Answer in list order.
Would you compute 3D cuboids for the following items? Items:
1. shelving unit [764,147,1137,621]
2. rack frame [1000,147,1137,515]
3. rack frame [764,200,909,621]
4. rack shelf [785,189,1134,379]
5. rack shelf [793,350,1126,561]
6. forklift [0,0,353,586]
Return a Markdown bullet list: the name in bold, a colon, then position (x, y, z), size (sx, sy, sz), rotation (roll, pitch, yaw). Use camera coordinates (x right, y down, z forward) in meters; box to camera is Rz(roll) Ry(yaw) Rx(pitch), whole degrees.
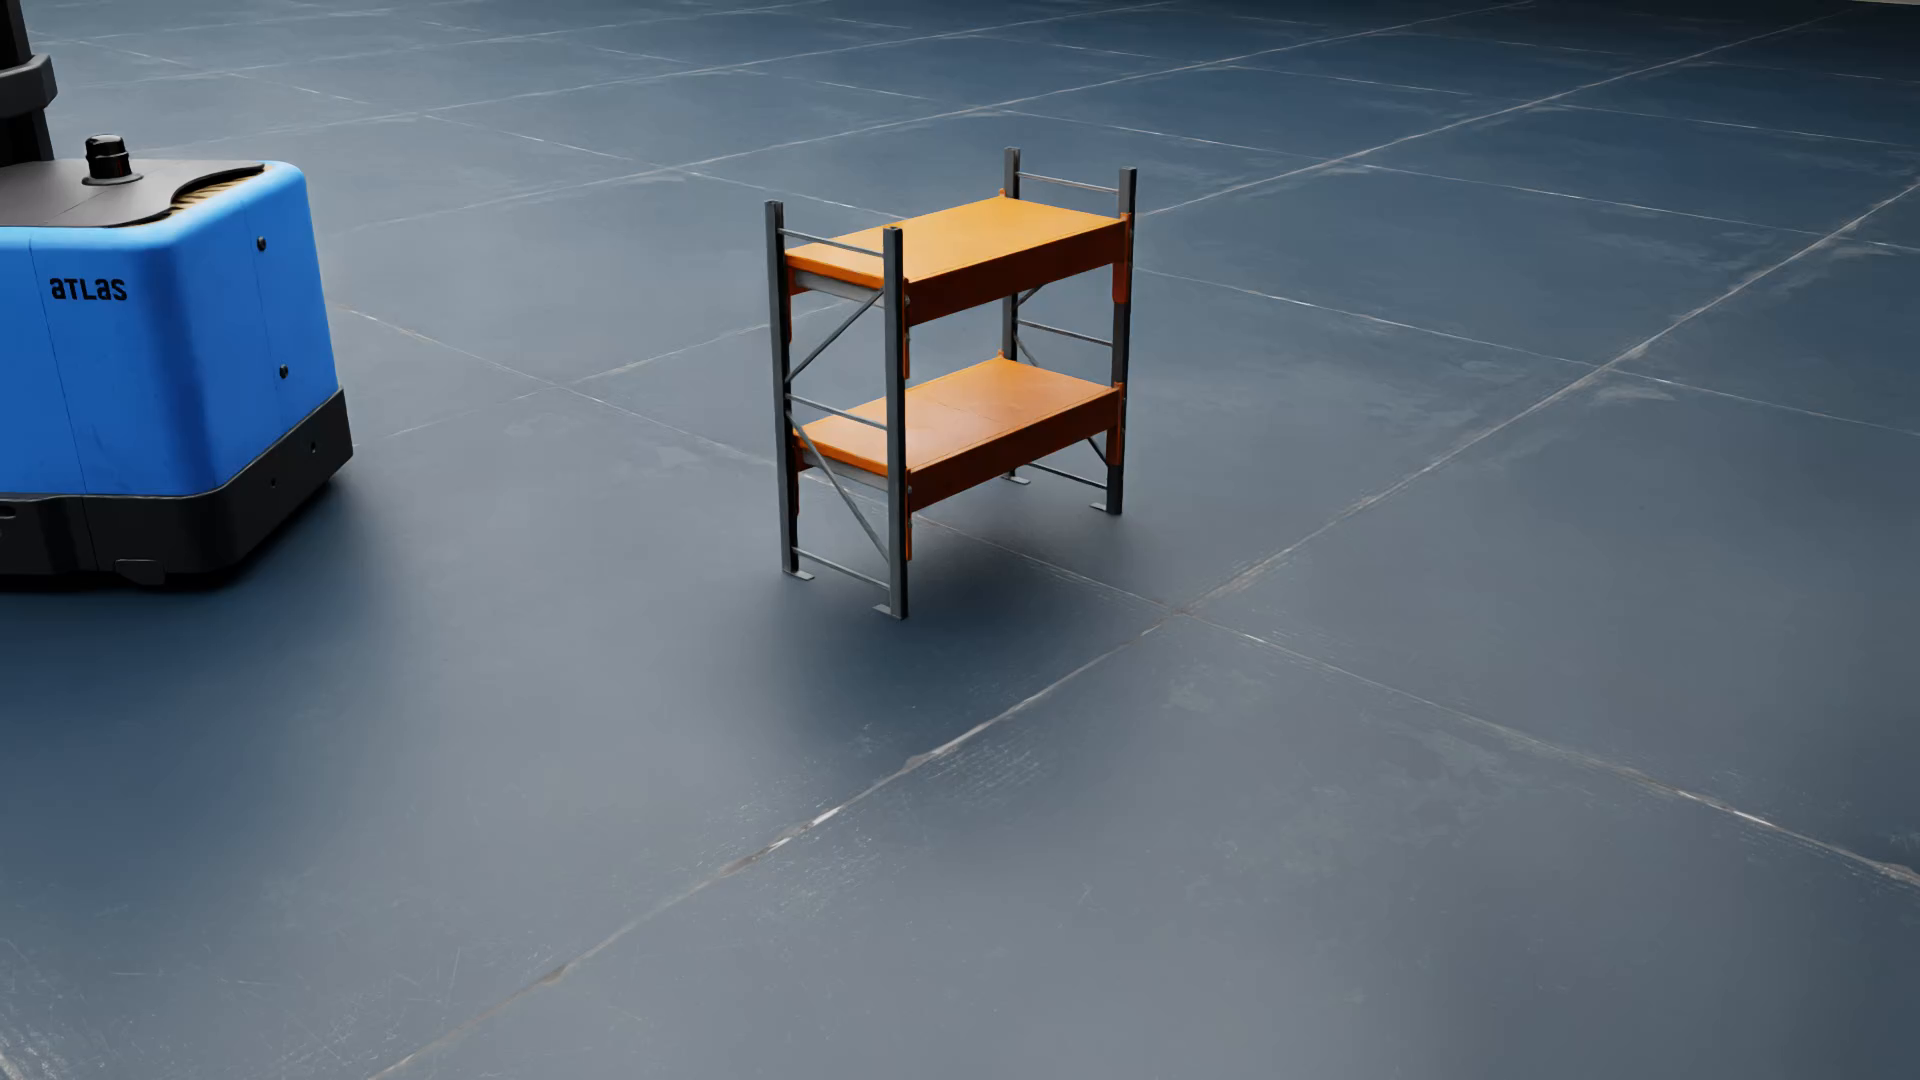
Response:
- **shelving unit**: position (-0.005, -0.511, 5.015), size (0.538, 1.125, 1.048), rotation (20, 31, 38)
- **rack frame**: position (0.335, -0.666, 5.361), size (0.500, 1.125, 0.032), rotation (20, 31, 38)
- **rack frame**: position (-0.344, -0.356, 4.670), size (0.500, 1.125, 0.032), rotation (20, 31, 38)
- **rack shelf**: position (-0.005, -0.778, 4.896), size (0.538, 0.278, 1.000), rotation (20, 31, 38)
- **rack shelf**: position (-0.005, -0.288, 5.115), size (0.538, 0.278, 1.000), rotation (20, 31, 38)
- **forklift**: position (-3.625, -1.420, 4.833), size (3.031, 2.935, 1.130), rotation (1, 24, 3)
